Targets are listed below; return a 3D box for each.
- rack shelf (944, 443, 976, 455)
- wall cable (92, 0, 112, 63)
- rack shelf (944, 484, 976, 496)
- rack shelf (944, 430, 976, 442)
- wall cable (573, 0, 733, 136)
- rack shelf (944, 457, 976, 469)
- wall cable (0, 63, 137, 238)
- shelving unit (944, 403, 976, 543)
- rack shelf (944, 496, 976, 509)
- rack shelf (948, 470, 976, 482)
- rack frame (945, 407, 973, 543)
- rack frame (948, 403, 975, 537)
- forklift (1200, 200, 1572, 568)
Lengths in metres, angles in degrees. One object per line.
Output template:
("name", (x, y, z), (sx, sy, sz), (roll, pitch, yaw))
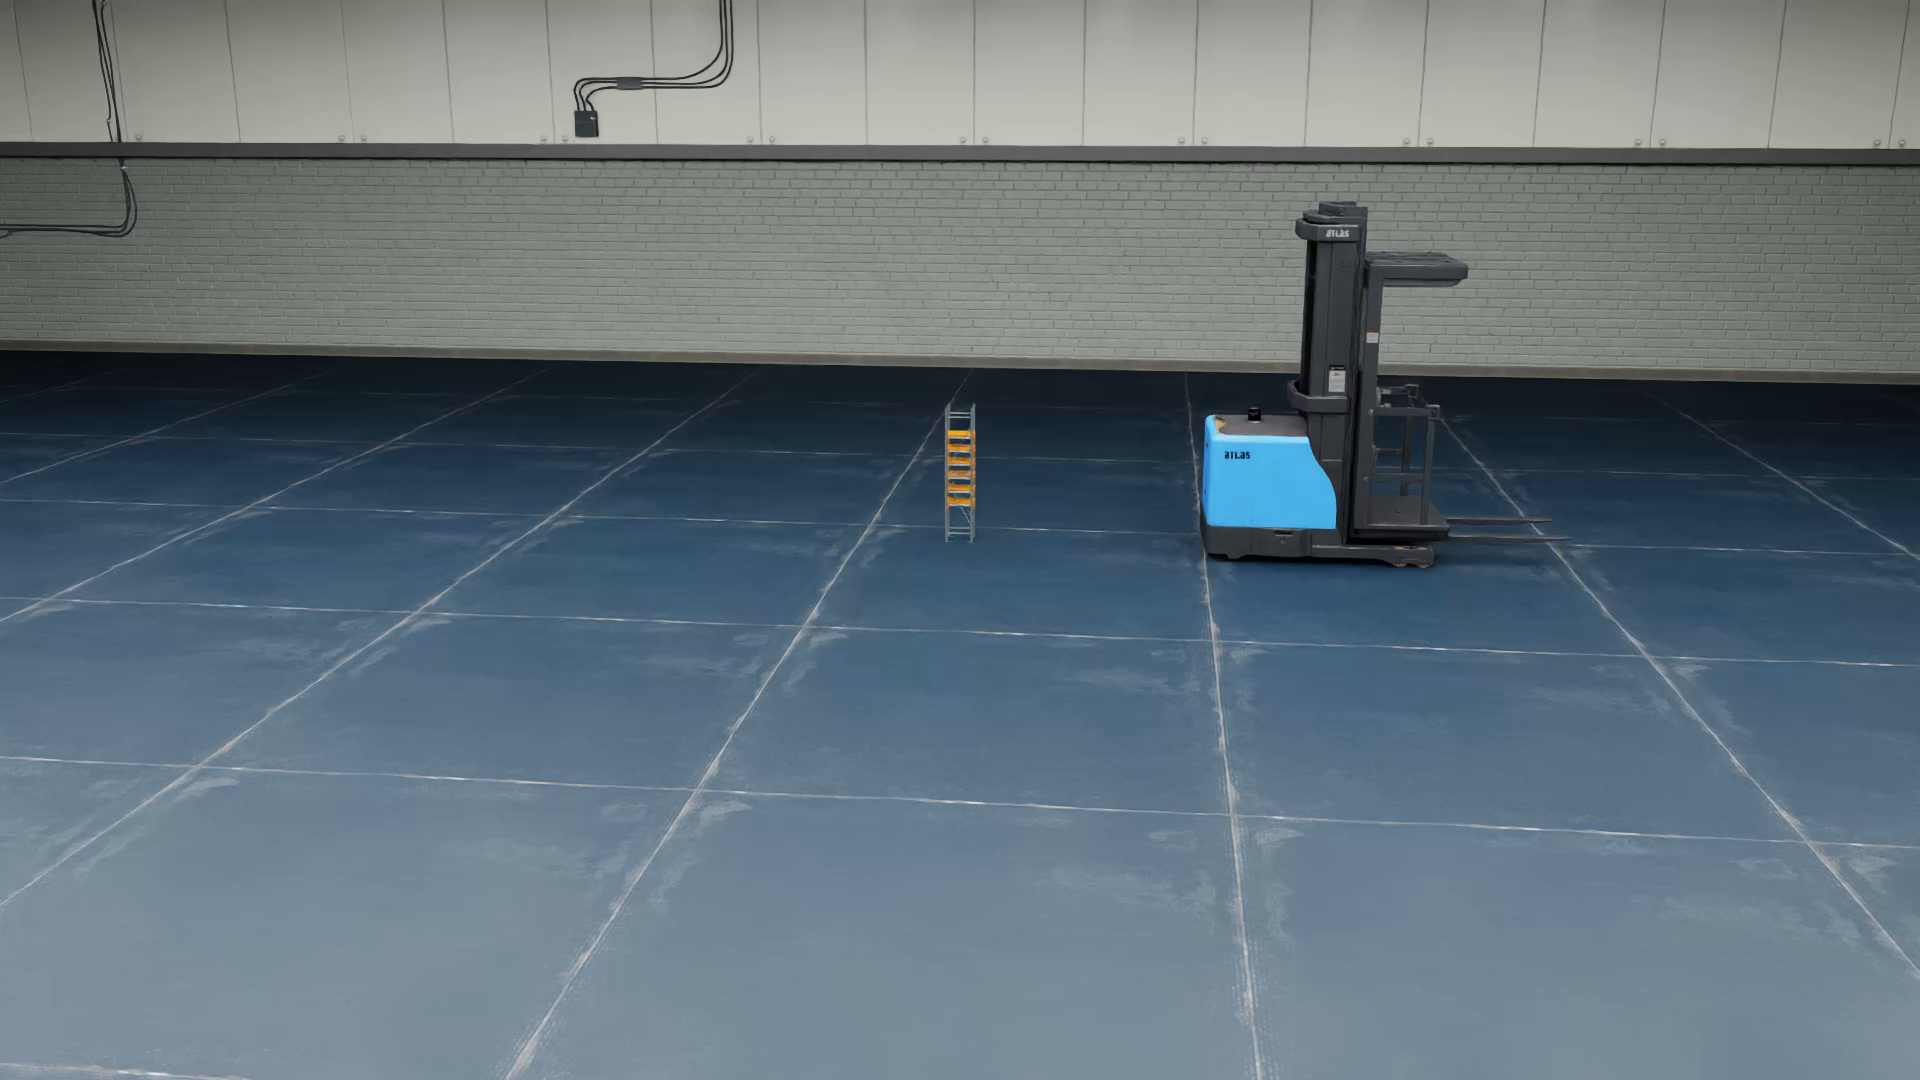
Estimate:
("rack shelf", (0.002, -0.772, 14.468), (0.258, 0.103, 0.180), (2, 15, 6))
("wall cable", (-11.024, -8.075, 23.559), (3.097, 2.526, 0.112), (2, 15, 6))
("rack shelf", (0.002, -0.424, 14.562), (0.258, 0.103, 0.180), (2, 15, 6))
("rack shelf", (0.002, -0.888, 14.437), (0.258, 0.103, 0.180), (2, 15, 6))
("wall cable", (-4.281, -8.574, 22.614), (2.305, 6.003, 0.169), (2, 15, 6))
("rack shelf", (0.002, -0.656, 14.500), (0.258, 0.103, 0.180), (2, 15, 6))
("wall cable", (-13.712, -5.717, 24.512), (3.097, 2.526, 0.112), (2, 15, 6))
("shelving unit", (0.002, -0.583, 14.519), (0.258, 1.200, 0.189), (2, 15, 6))
("rack shelf", (0.002, -0.308, 14.594), (0.258, 0.103, 0.180), (2, 15, 6))
("rack shelf", (0.002, -0.540, 14.531), (0.258, 0.103, 0.180), (2, 15, 6))
("rack frame", (-0.009, -0.559, 14.432), (0.240, 1.200, 0.006), (2, 15, 6))
("rack frame", (0.012, -0.607, 14.607), (0.240, 1.200, 0.006), (2, 15, 6))
("forklift", (3.616, -1.331, 13.968), (3.031, 2.935, 1.130), (1, 15, 5))
